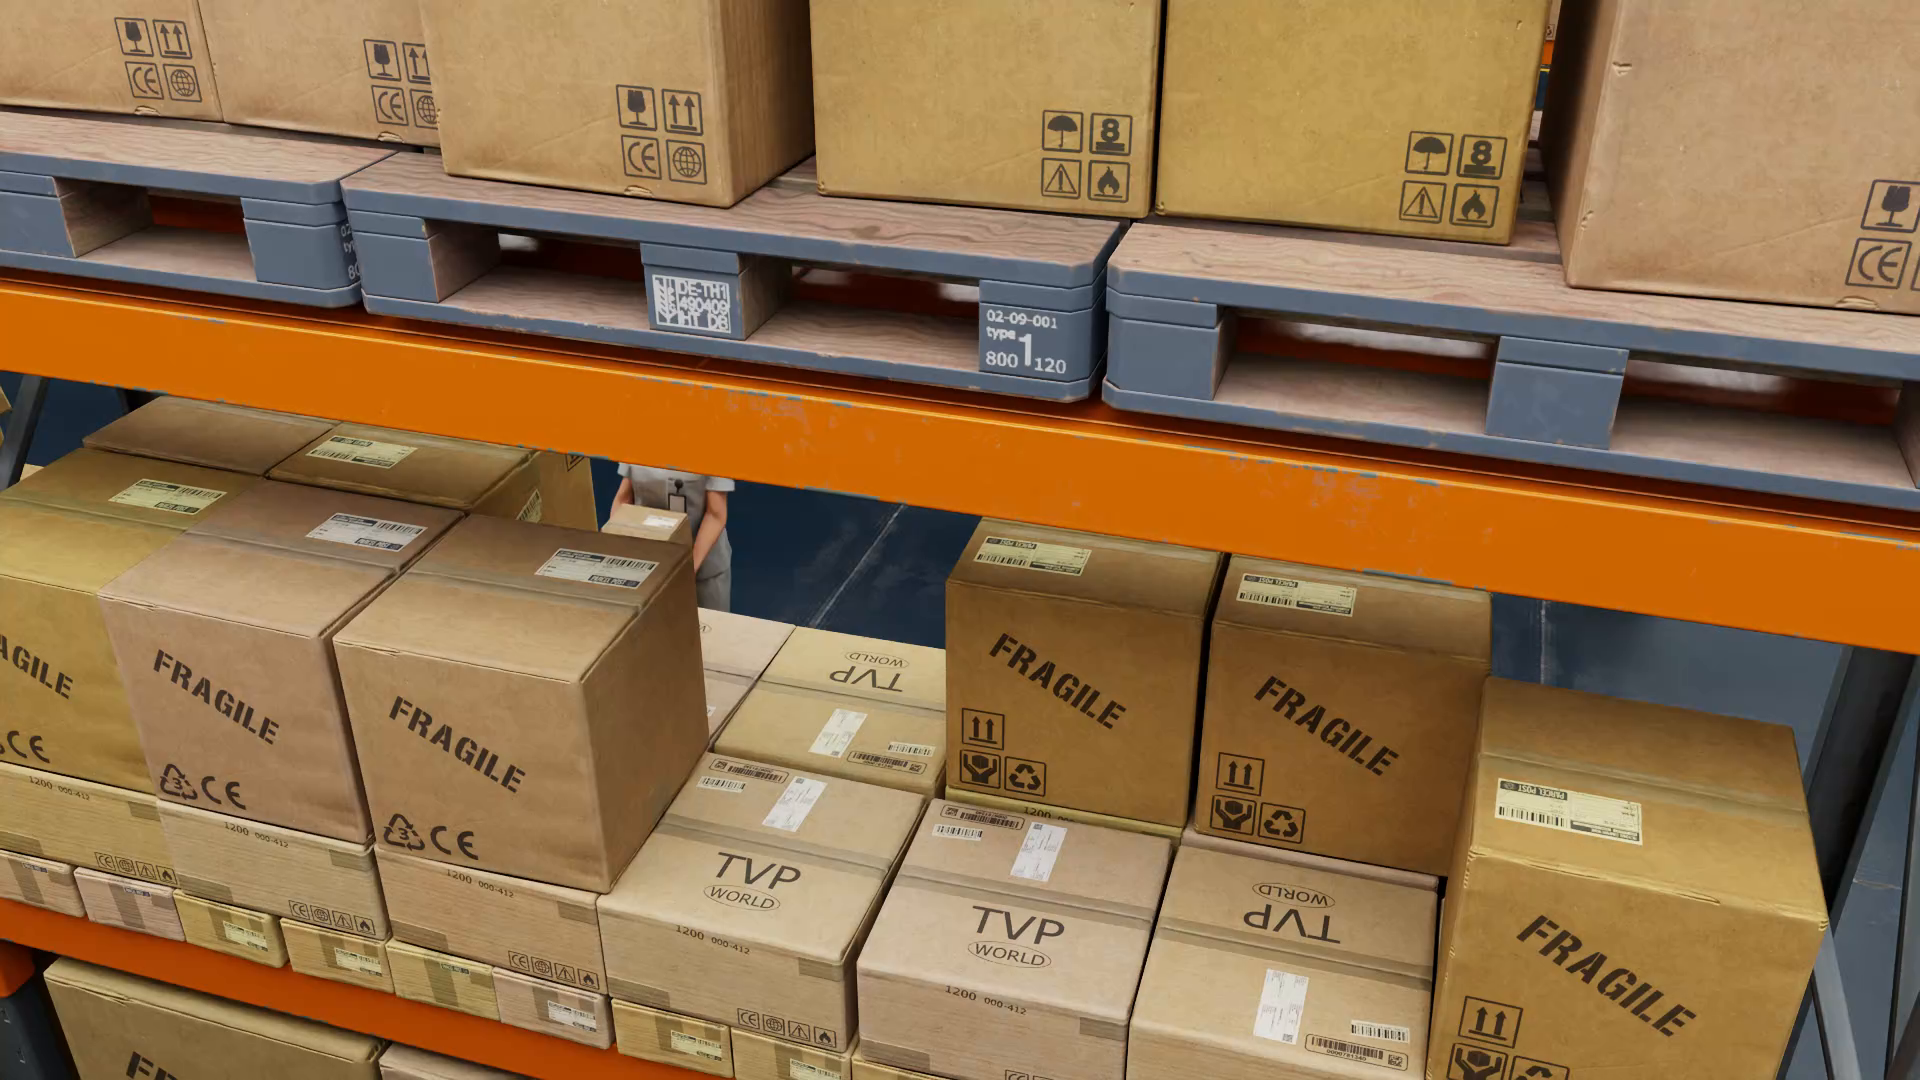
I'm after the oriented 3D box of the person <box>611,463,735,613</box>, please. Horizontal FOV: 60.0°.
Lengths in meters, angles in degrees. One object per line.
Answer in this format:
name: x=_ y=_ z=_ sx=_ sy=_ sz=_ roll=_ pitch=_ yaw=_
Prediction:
person: x=-1.009 y=0.131 z=5.908 sx=0.436 sy=1.665 sz=0.556 roll=9 pitch=31 yaw=16
